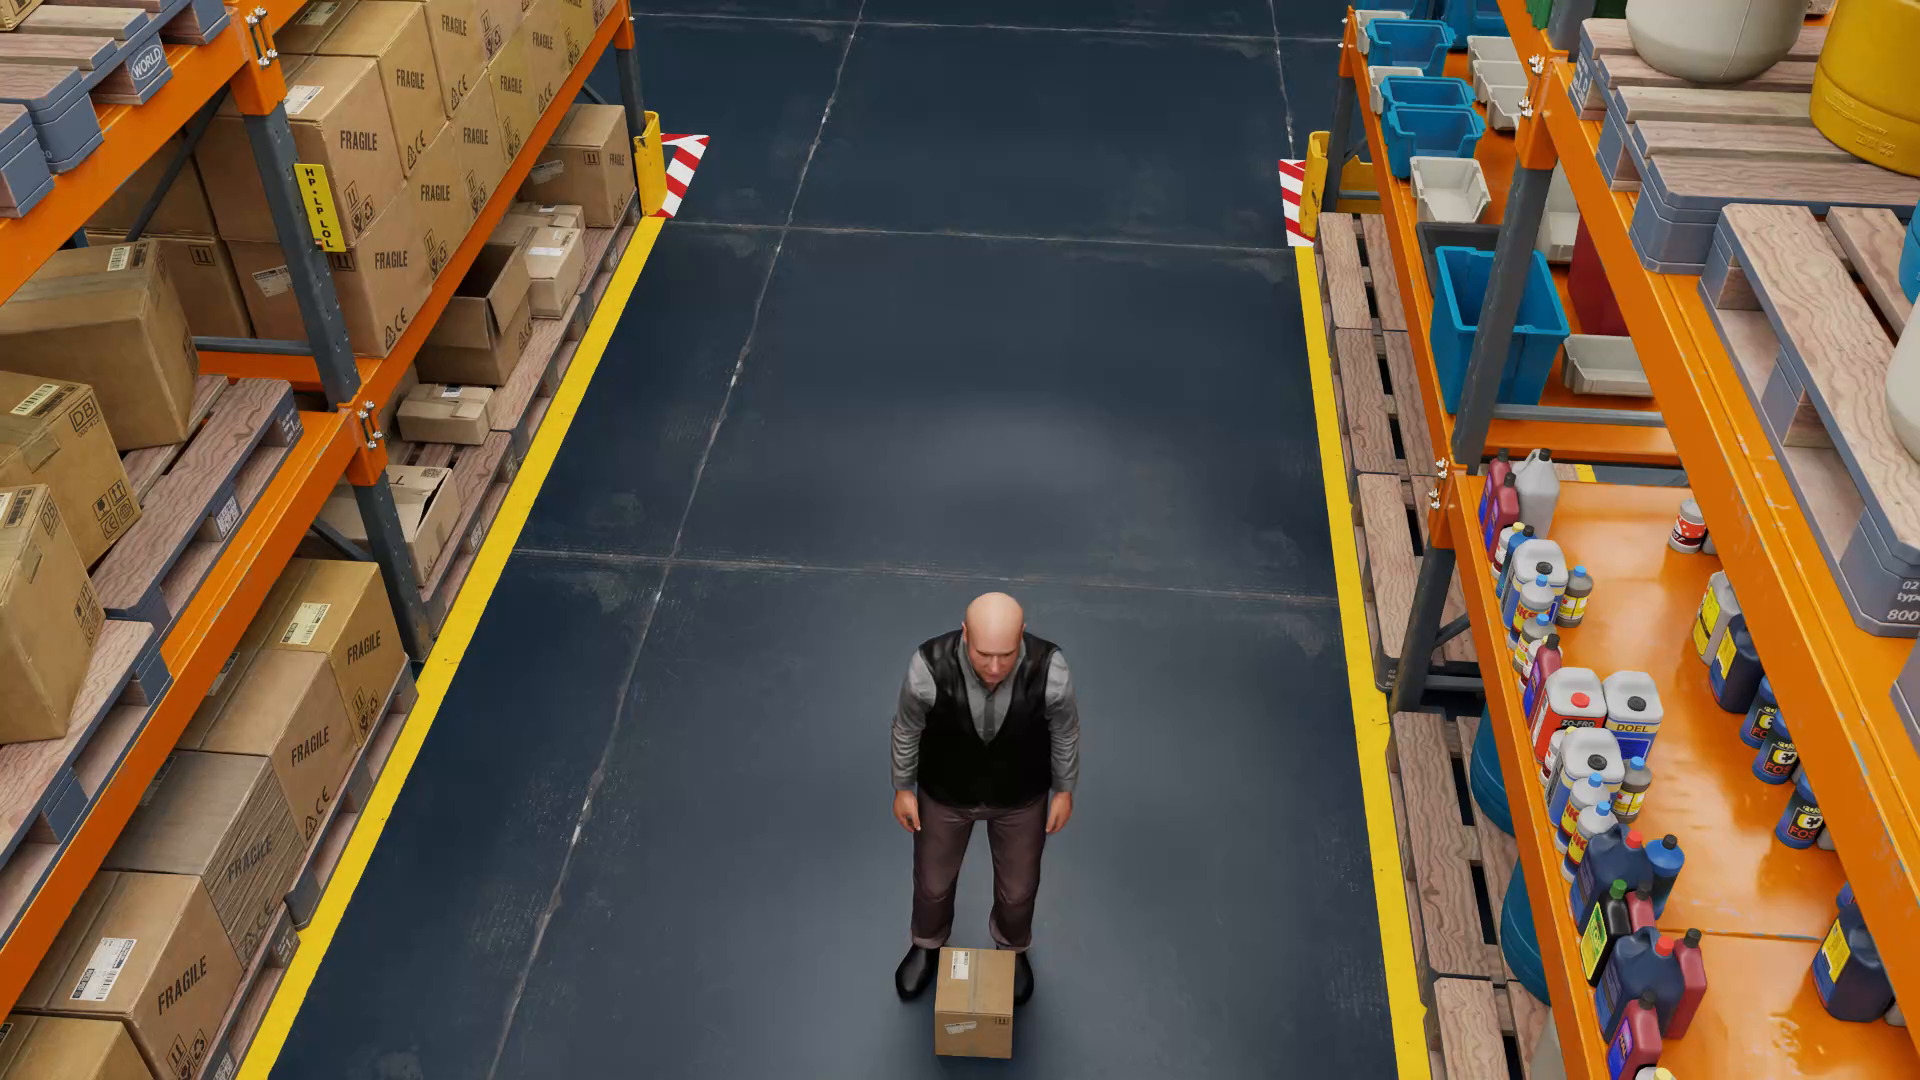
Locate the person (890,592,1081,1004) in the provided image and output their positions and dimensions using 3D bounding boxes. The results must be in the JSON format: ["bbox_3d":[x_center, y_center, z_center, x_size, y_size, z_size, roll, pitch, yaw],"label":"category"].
[{"bbox_3d":[0.074,0.782,5.236,0.591,1.720,0.423,1,40,1],"label":"person"}]
